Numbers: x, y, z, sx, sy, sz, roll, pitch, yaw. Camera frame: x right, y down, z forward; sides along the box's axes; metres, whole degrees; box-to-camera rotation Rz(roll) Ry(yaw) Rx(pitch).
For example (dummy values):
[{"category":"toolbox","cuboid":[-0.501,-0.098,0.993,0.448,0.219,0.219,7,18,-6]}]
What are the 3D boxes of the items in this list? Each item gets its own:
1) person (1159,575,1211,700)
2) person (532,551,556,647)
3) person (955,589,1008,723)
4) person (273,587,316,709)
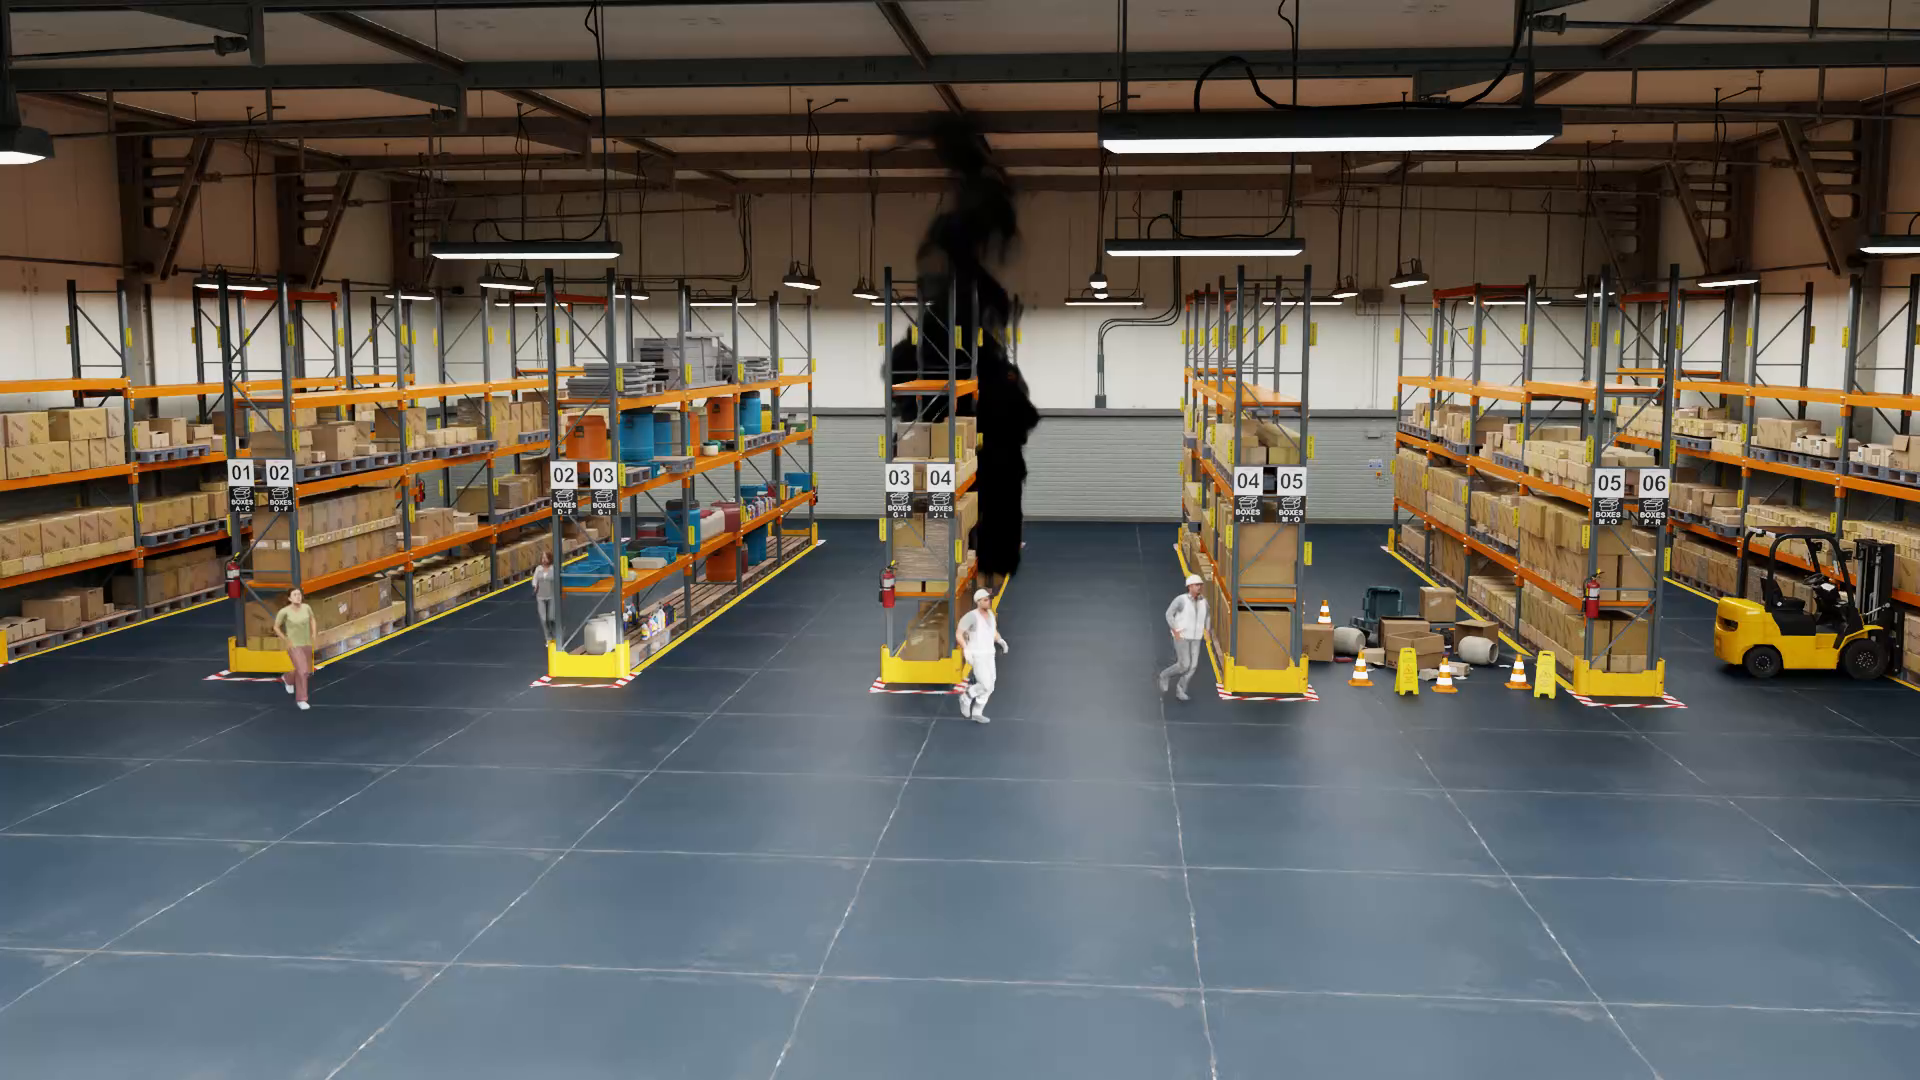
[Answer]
[{"category":"person","cuboid":[3.192,1.337,23.223,0.698,1.724,0.563,-3,8,-26]},{"category":"person","cuboid":[-6.676,0.964,26.891,0.526,1.556,0.536,0,7,0]},{"category":"person","cuboid":[0.293,1.508,21.690,0.587,1.751,0.671,6,9,41]},{"category":"person","cuboid":[-9.079,1.446,22.693,0.698,1.664,0.582,6,9,40]}]
